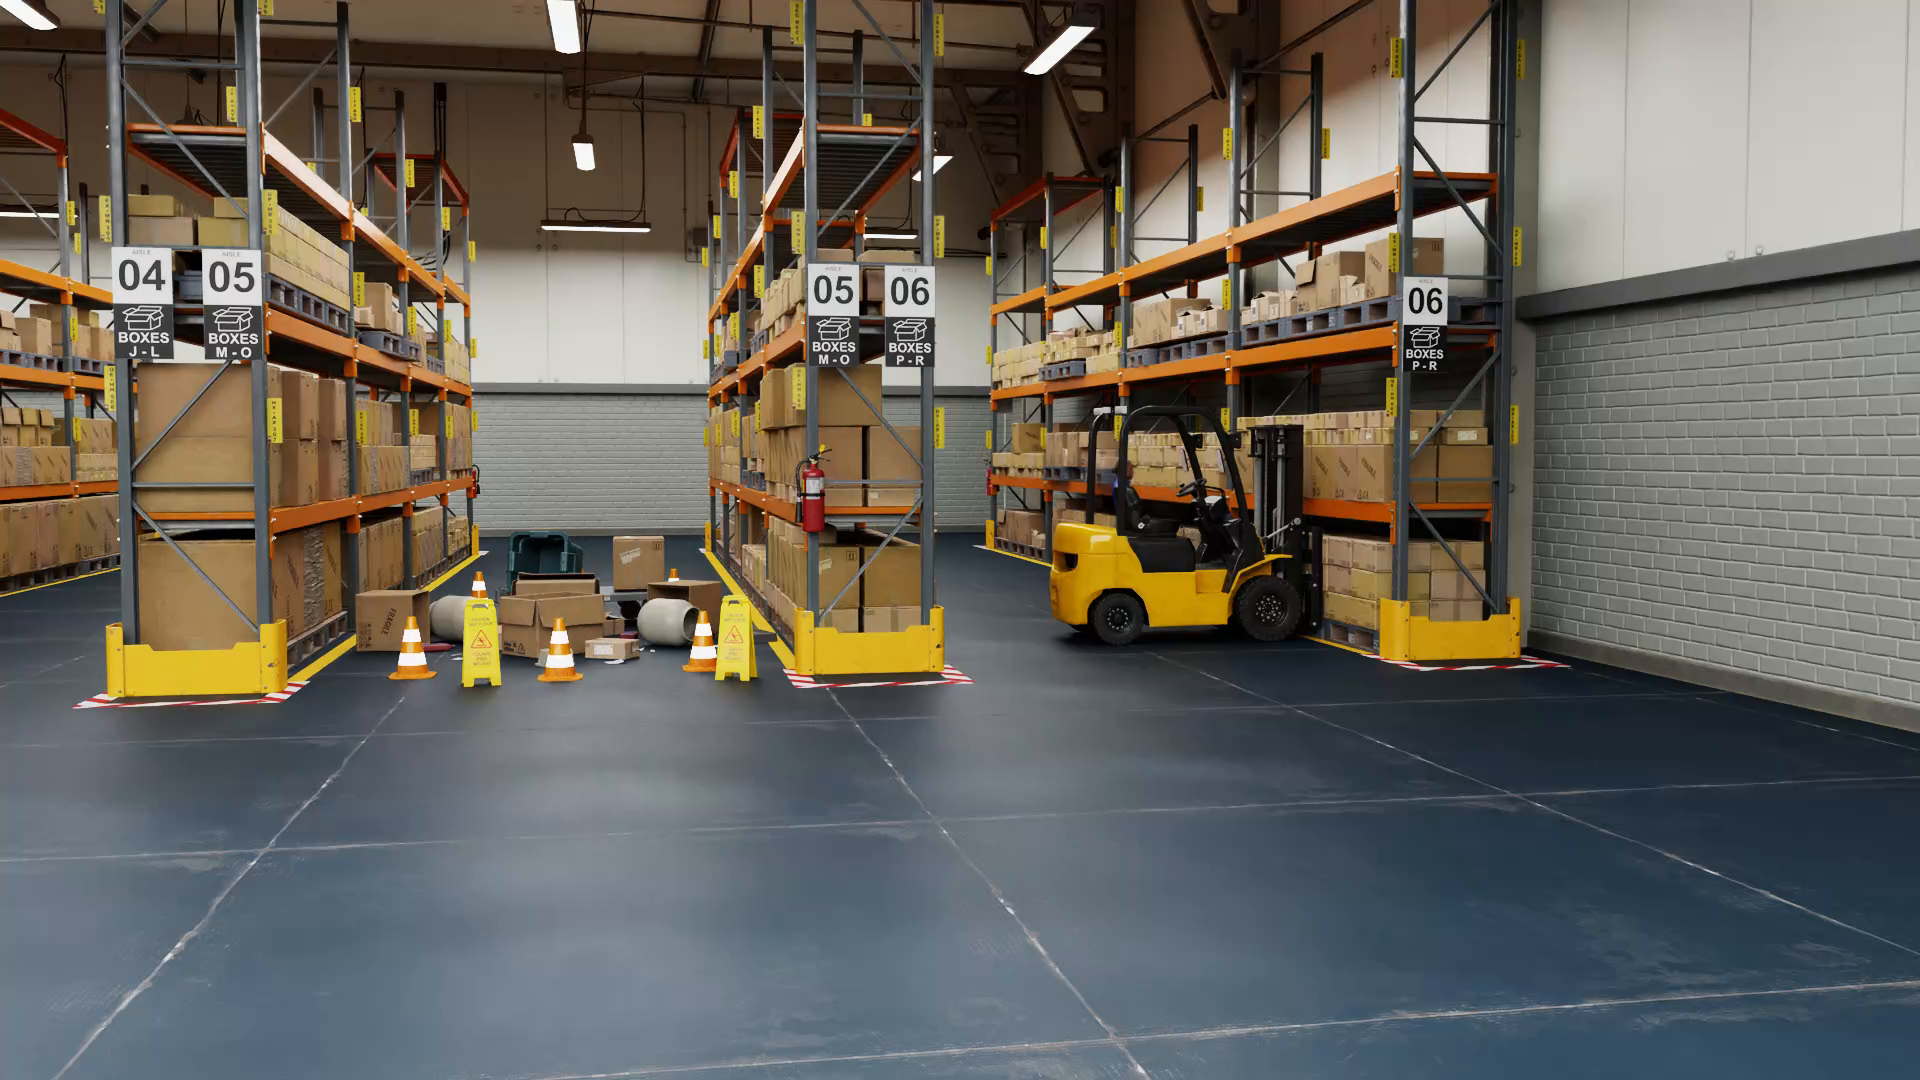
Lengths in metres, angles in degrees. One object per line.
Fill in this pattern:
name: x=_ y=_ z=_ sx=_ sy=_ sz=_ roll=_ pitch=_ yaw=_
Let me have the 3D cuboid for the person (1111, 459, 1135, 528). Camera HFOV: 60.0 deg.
person: x=1.880 y=-0.062 z=18.209 sx=0.462 sy=1.679 sz=0.485 roll=0 pitch=3 yaw=9
